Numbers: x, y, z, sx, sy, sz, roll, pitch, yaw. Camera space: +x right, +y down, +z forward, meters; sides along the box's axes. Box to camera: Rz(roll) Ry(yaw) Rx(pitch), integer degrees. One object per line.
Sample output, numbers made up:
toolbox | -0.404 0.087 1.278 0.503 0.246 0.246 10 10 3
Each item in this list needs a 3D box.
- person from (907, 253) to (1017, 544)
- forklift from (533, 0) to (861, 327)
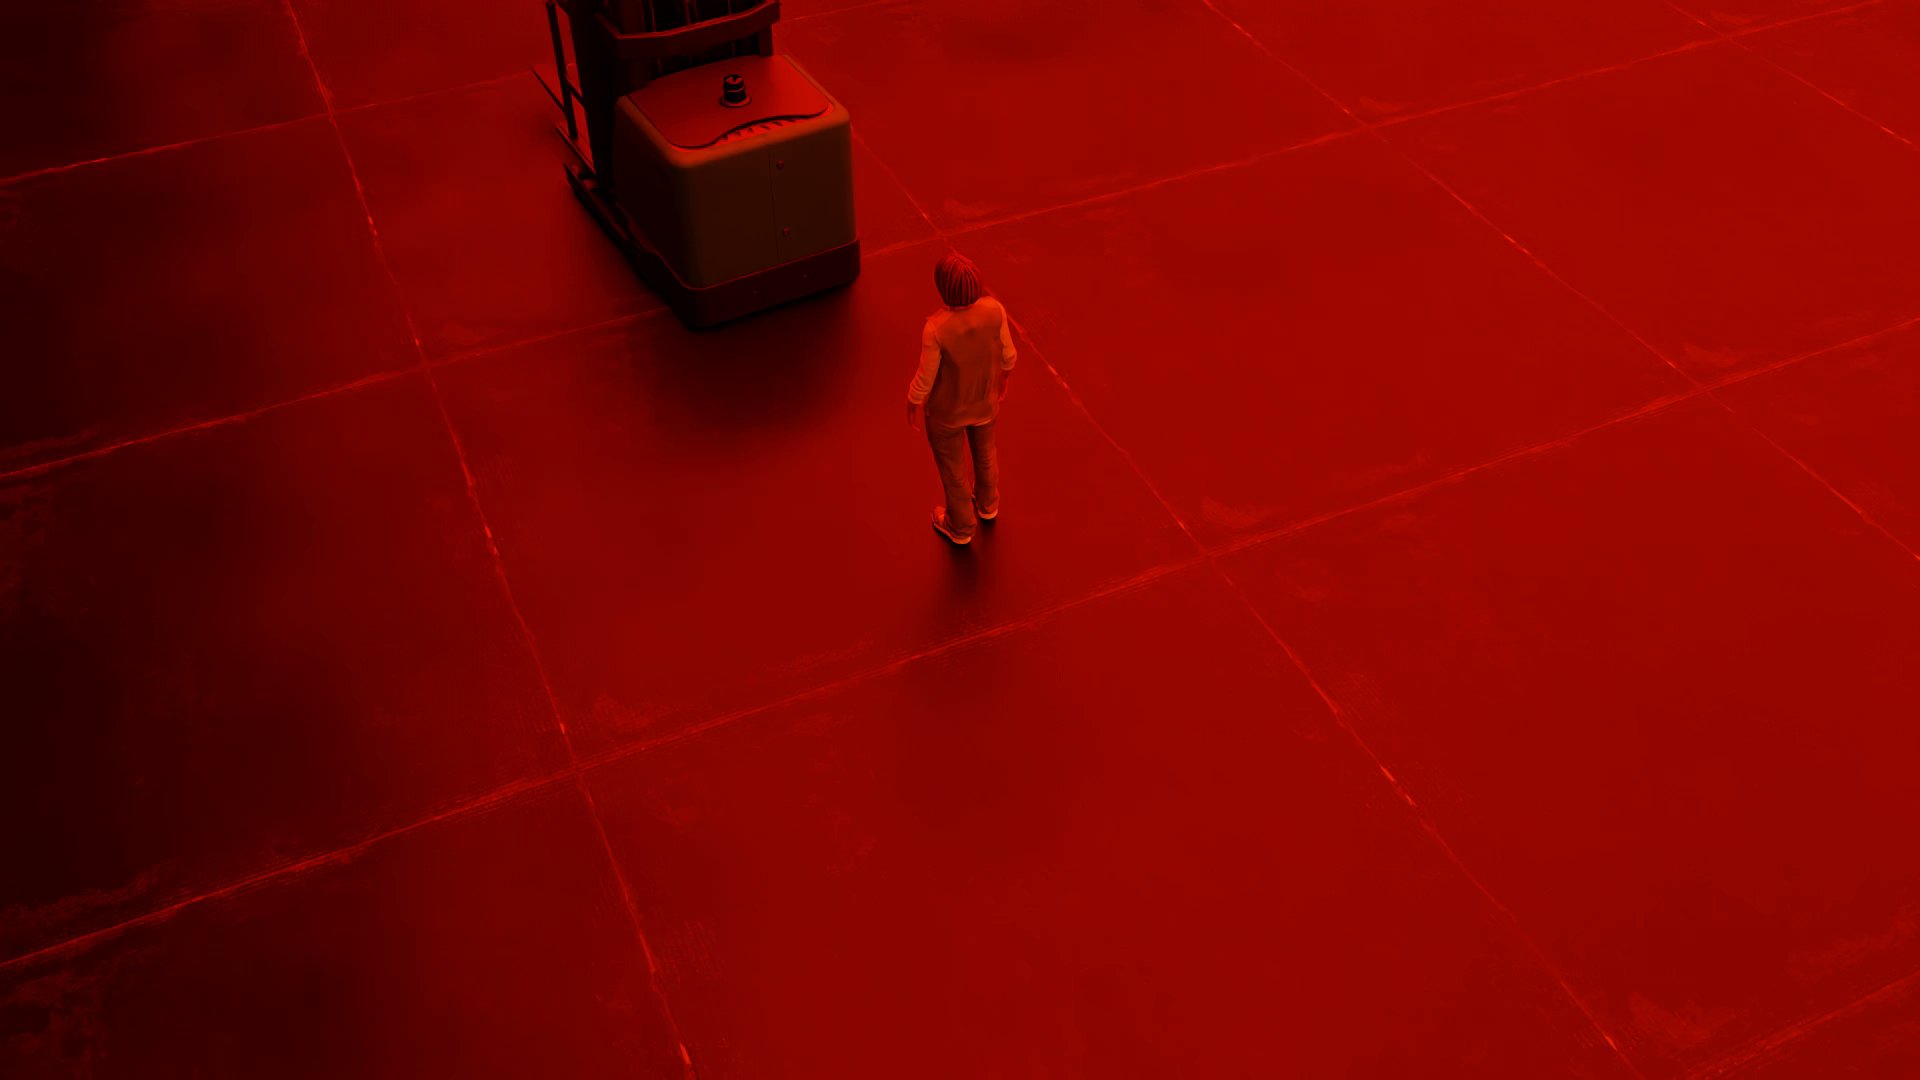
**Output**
person | -0.018 -0.639 7.332 0.520 1.597 0.475 -18 46 -18
forklift | -1.729 -3.213 9.123 1.130 2.935 3.031 -22 47 -21
